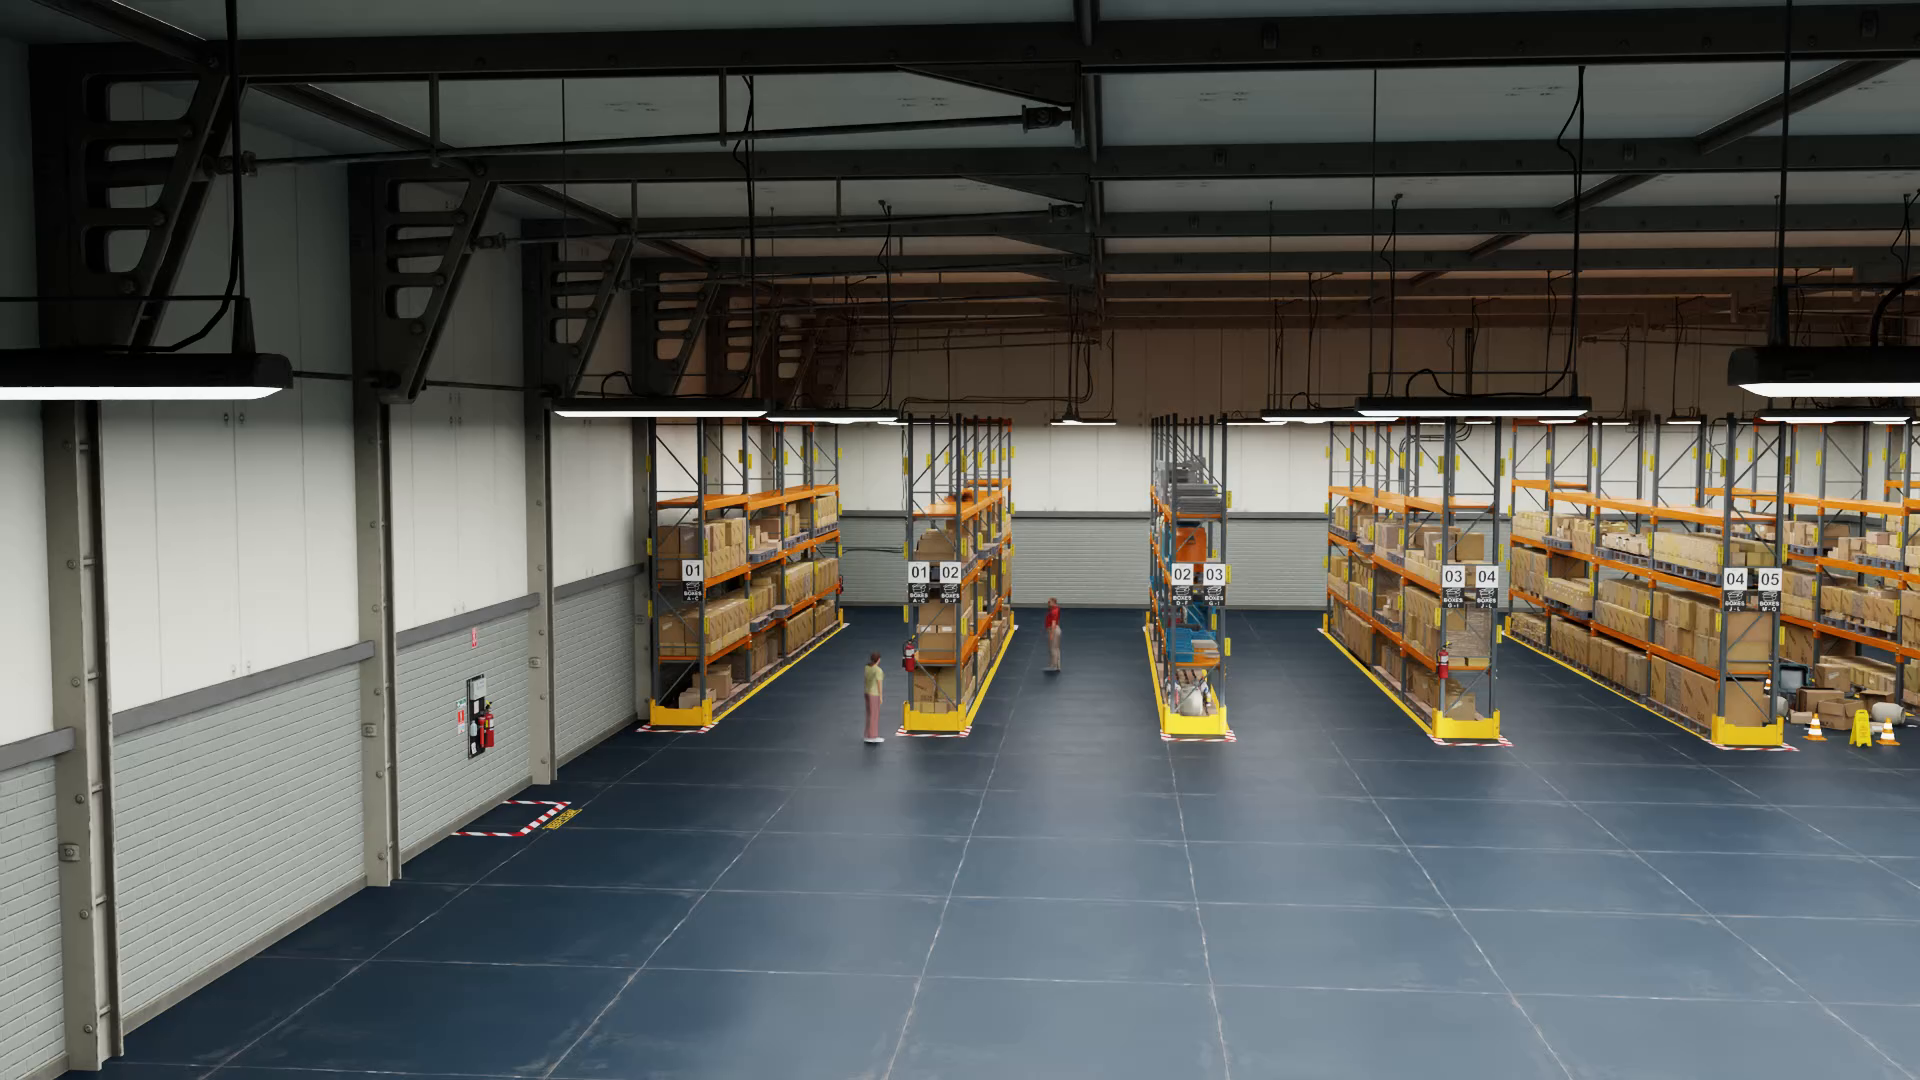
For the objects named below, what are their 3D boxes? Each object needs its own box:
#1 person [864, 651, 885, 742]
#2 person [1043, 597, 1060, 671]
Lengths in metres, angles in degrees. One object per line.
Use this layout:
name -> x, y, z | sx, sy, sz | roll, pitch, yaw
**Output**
person -> -1.561, 2.852, 30.283 | 0.324, 1.676, 0.495 | -2, 5, -32
person -> 2.167, 2.216, 39.231 | 0.392, 1.741, 0.623 | 0, 4, 7
